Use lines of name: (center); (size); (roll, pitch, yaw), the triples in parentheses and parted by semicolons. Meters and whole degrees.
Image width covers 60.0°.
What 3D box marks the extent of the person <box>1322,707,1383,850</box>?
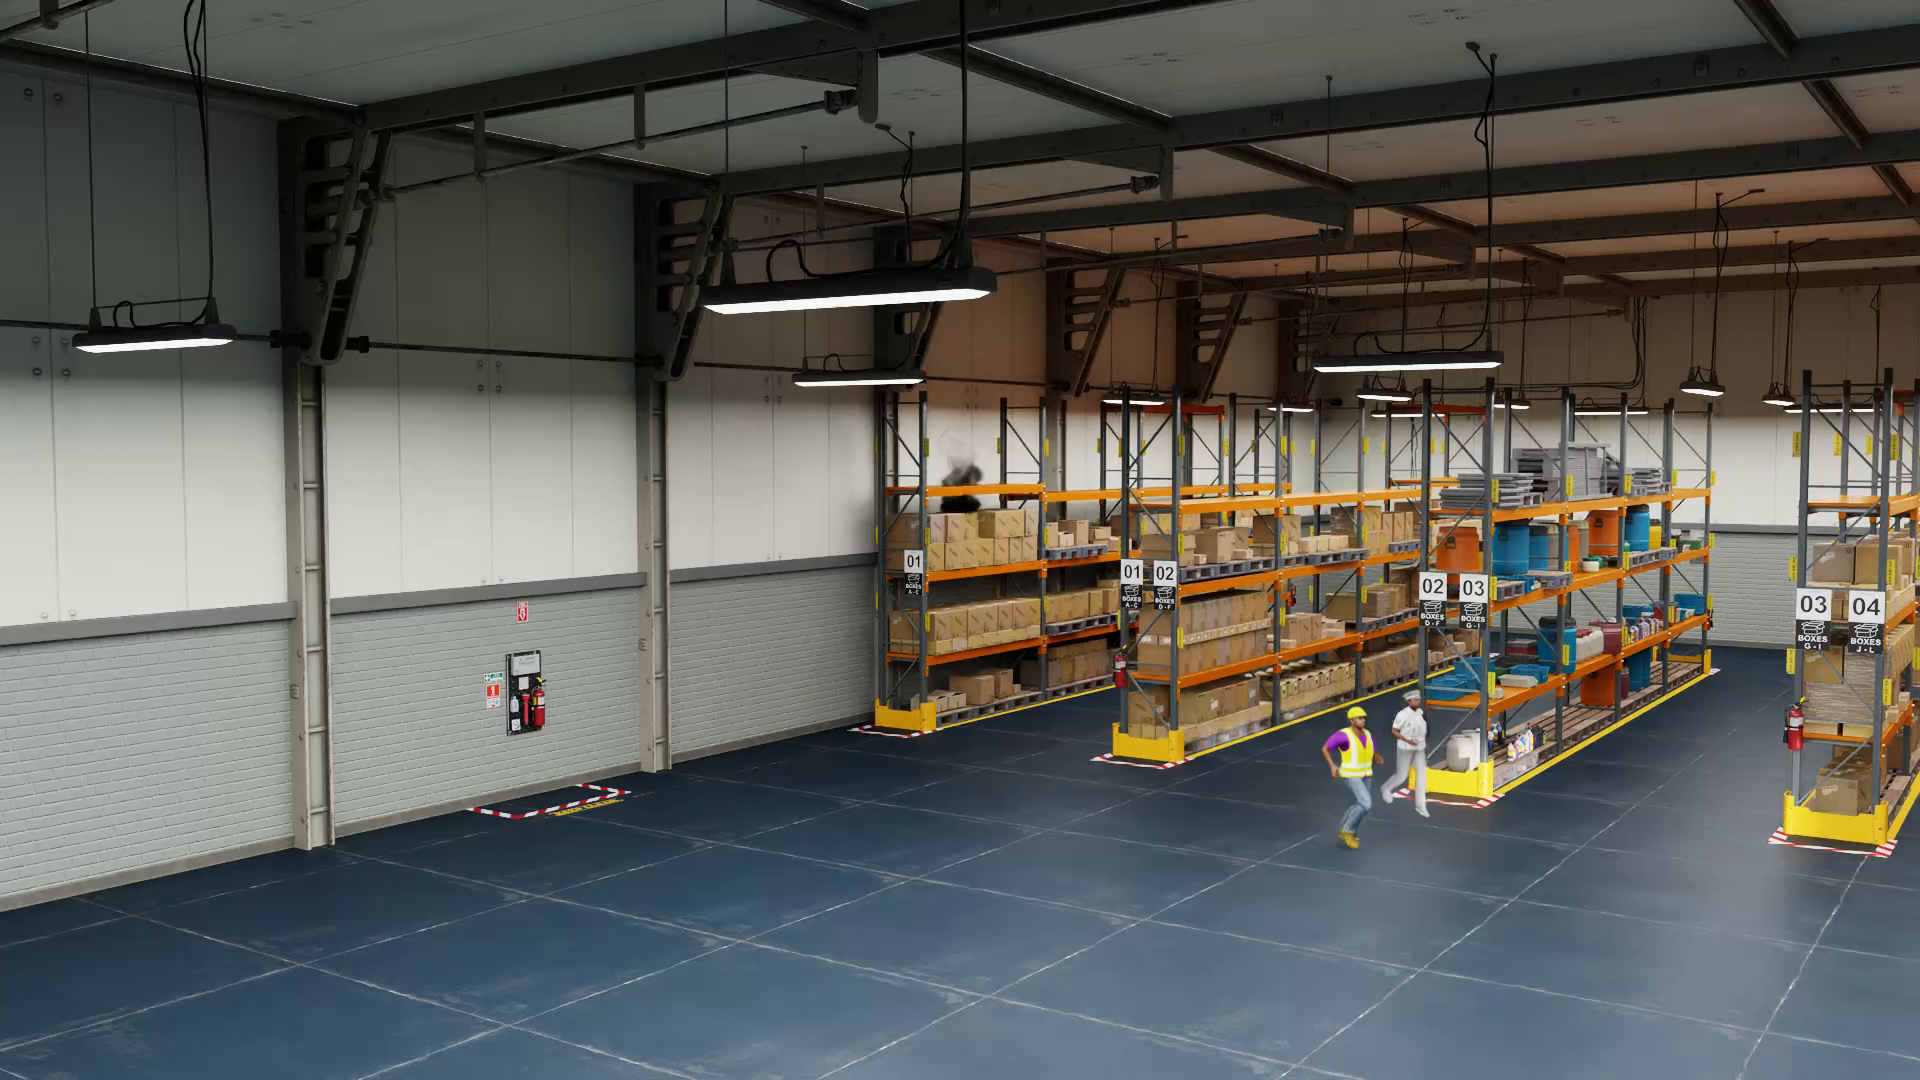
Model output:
person: (4.968, 2.969, 20.762); (0.676, 1.769, 0.698); (-2, 4, -34)

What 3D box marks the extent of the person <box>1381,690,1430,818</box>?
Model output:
person: (6.198, 2.887, 22.841); (0.616, 1.691, 0.949); (-1, 3, -22)
